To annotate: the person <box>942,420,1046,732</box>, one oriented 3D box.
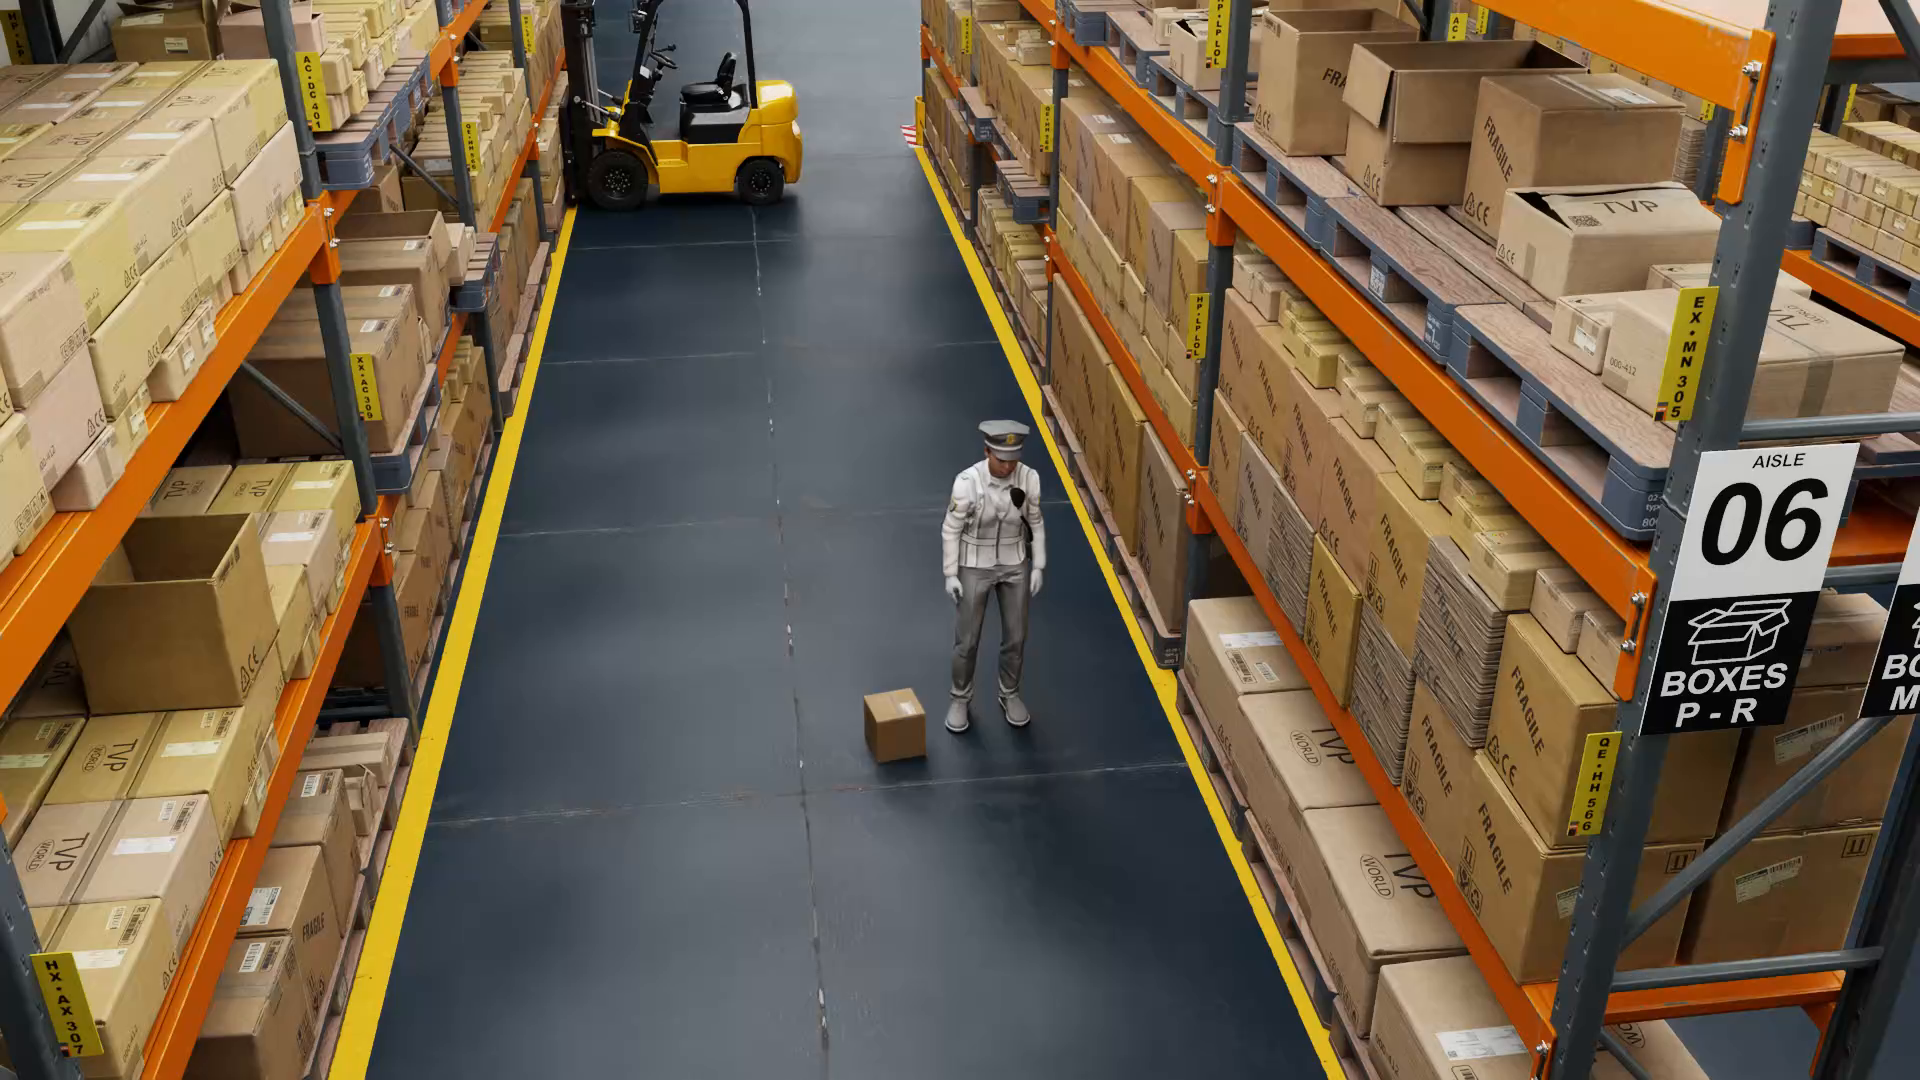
[{"bbox_3d":[0.175,0.168,8.291,0.535,1.662,0.344,-5,28,-10],"label":"person"}]
